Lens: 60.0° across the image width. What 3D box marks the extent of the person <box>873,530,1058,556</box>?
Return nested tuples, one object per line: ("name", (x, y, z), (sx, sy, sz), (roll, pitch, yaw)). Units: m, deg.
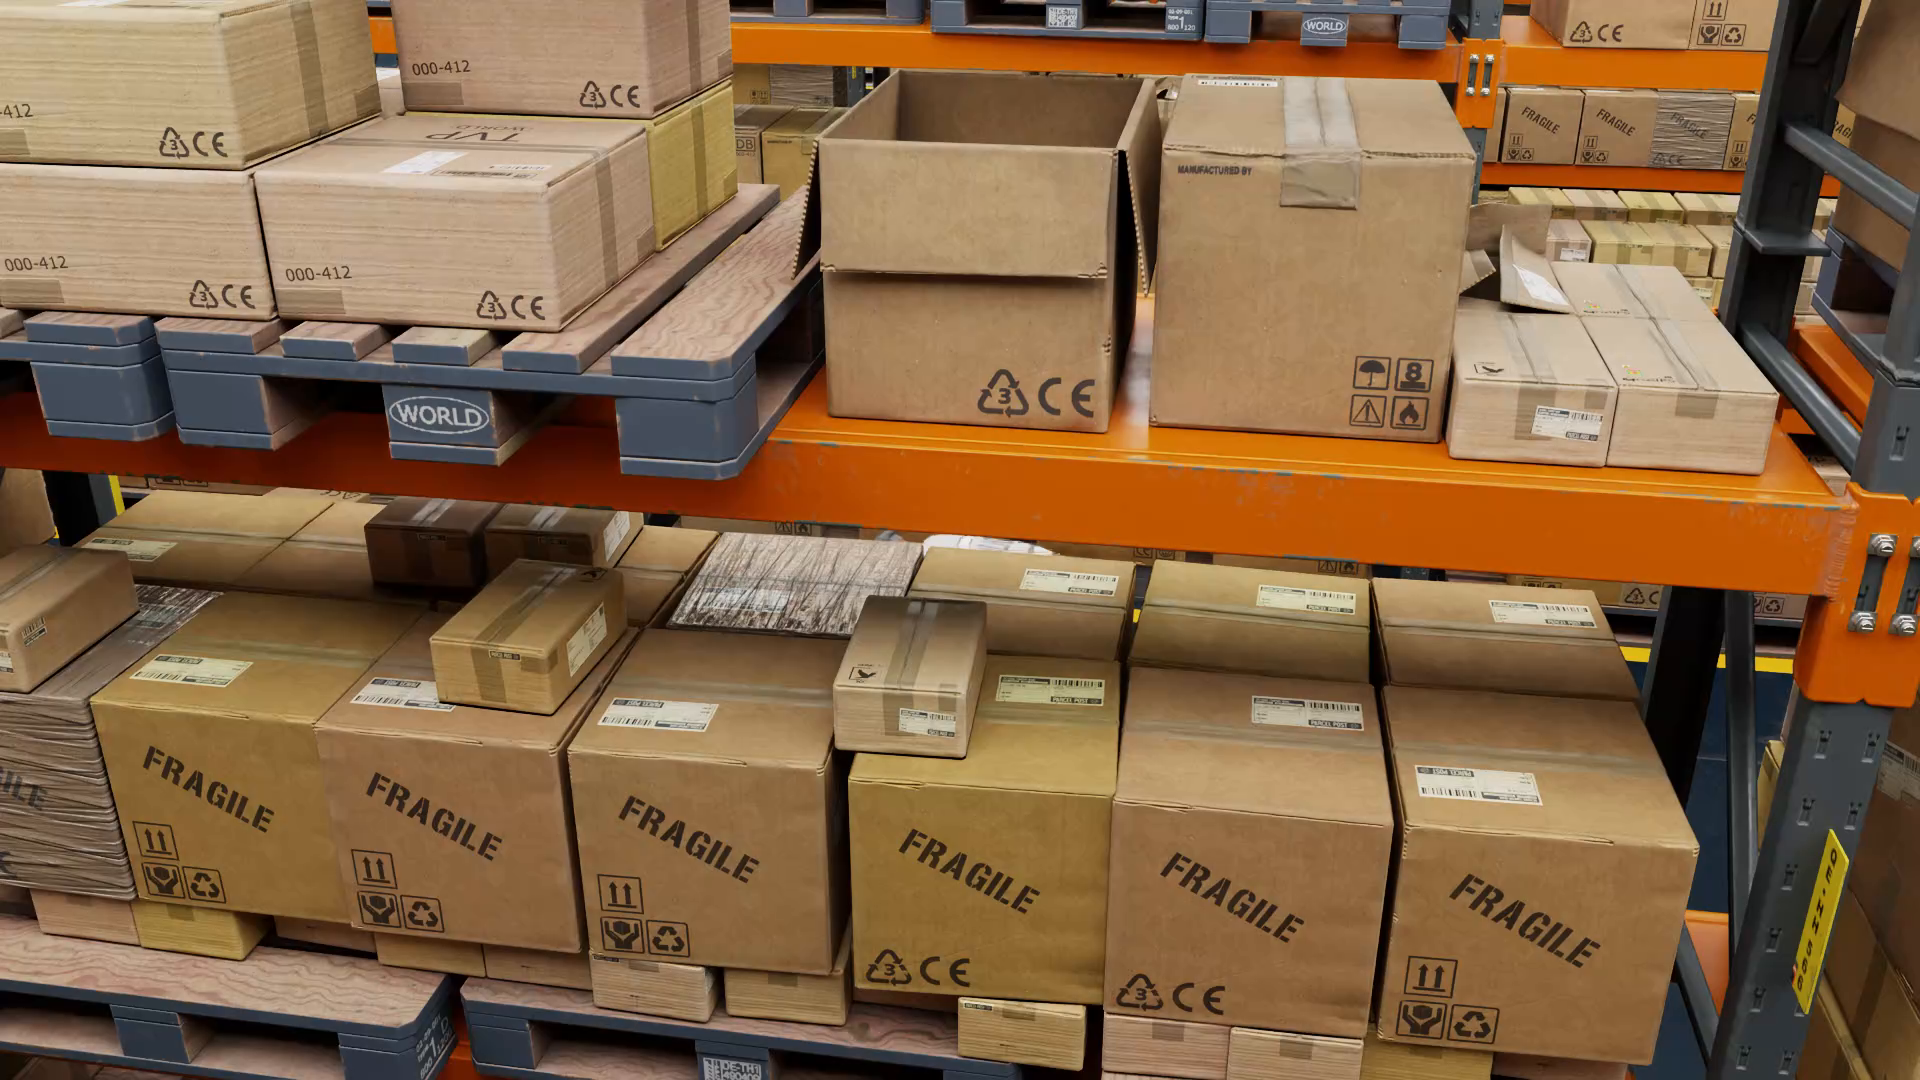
("person", (0.046, 0.354, 7.493), (1.020, 0.819, 0.527), (9, 26, 18))
